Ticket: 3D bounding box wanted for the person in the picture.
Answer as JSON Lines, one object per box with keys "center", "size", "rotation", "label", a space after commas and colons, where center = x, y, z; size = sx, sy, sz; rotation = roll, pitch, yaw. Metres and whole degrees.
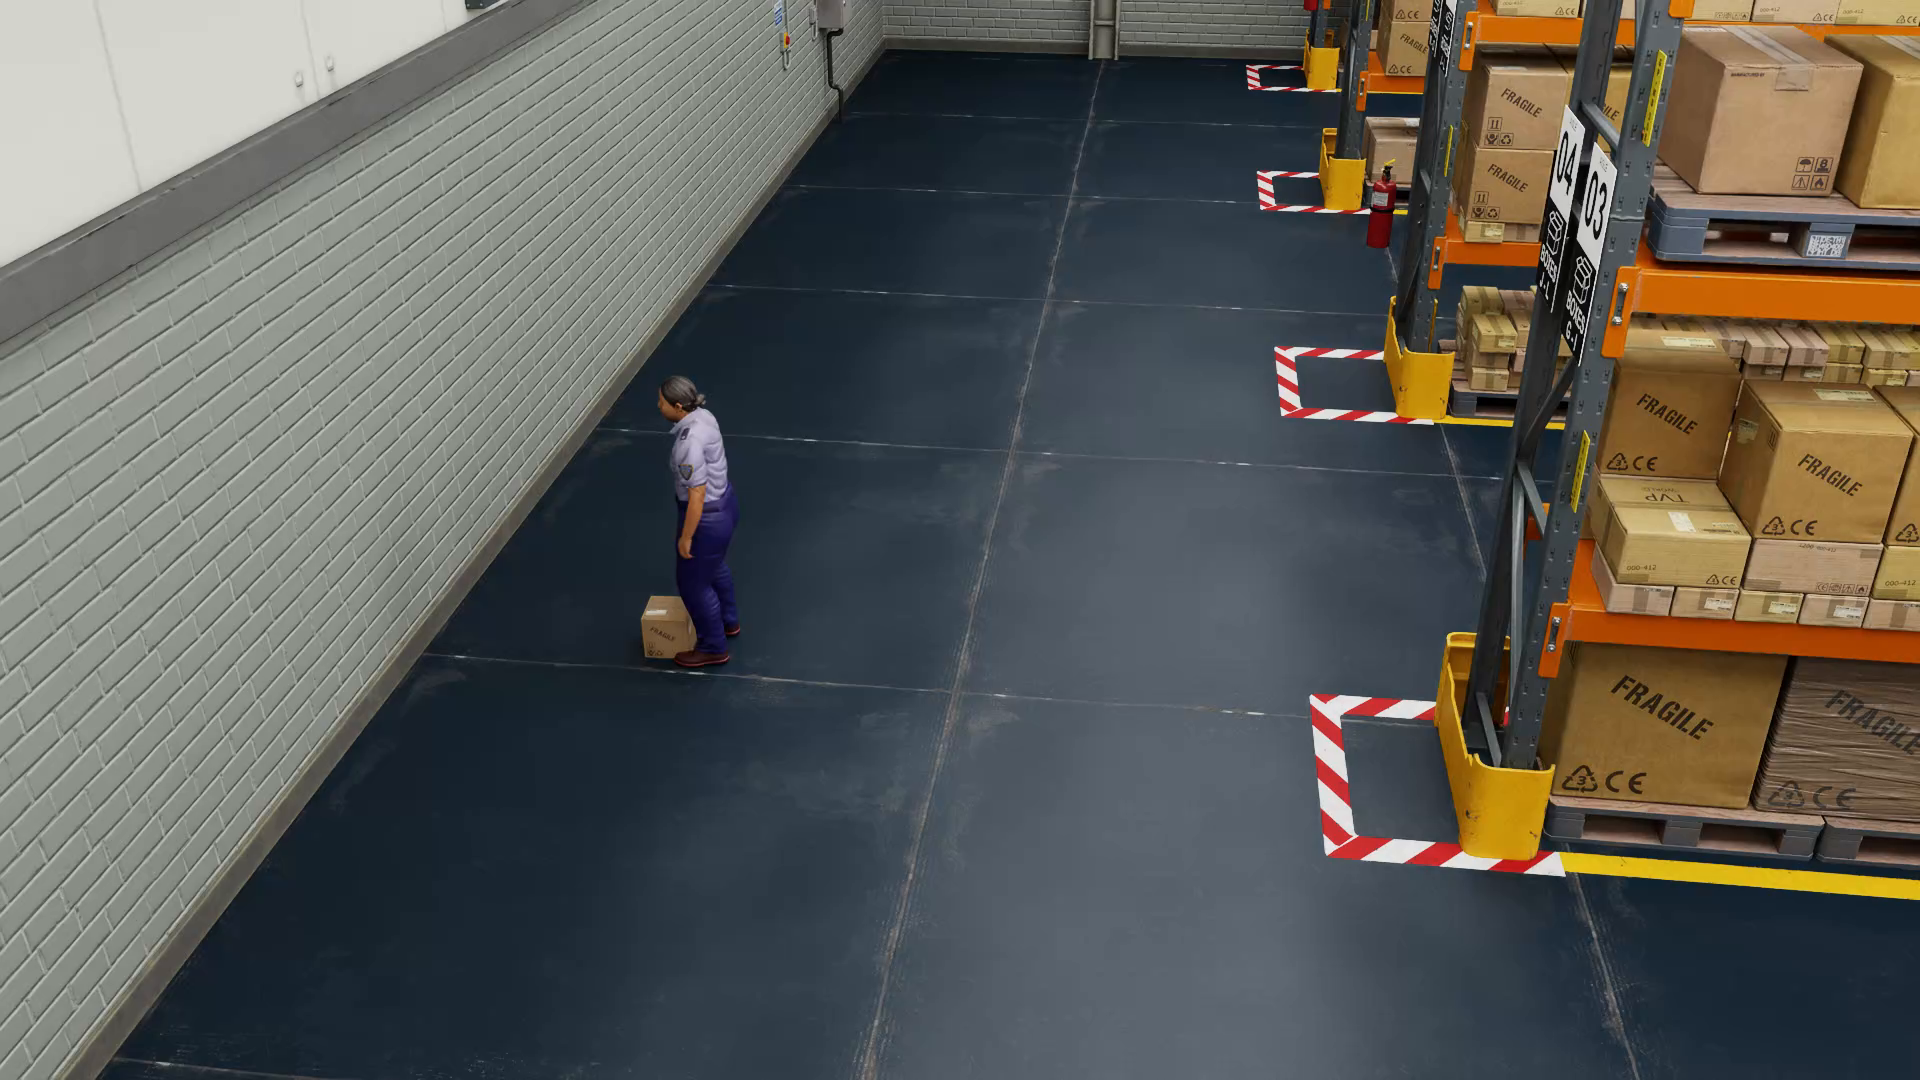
{"center": [-1.373, -0.119, 8.850], "size": [0.369, 1.653, 0.563], "rotation": [2, 29, 4], "label": "person"}
